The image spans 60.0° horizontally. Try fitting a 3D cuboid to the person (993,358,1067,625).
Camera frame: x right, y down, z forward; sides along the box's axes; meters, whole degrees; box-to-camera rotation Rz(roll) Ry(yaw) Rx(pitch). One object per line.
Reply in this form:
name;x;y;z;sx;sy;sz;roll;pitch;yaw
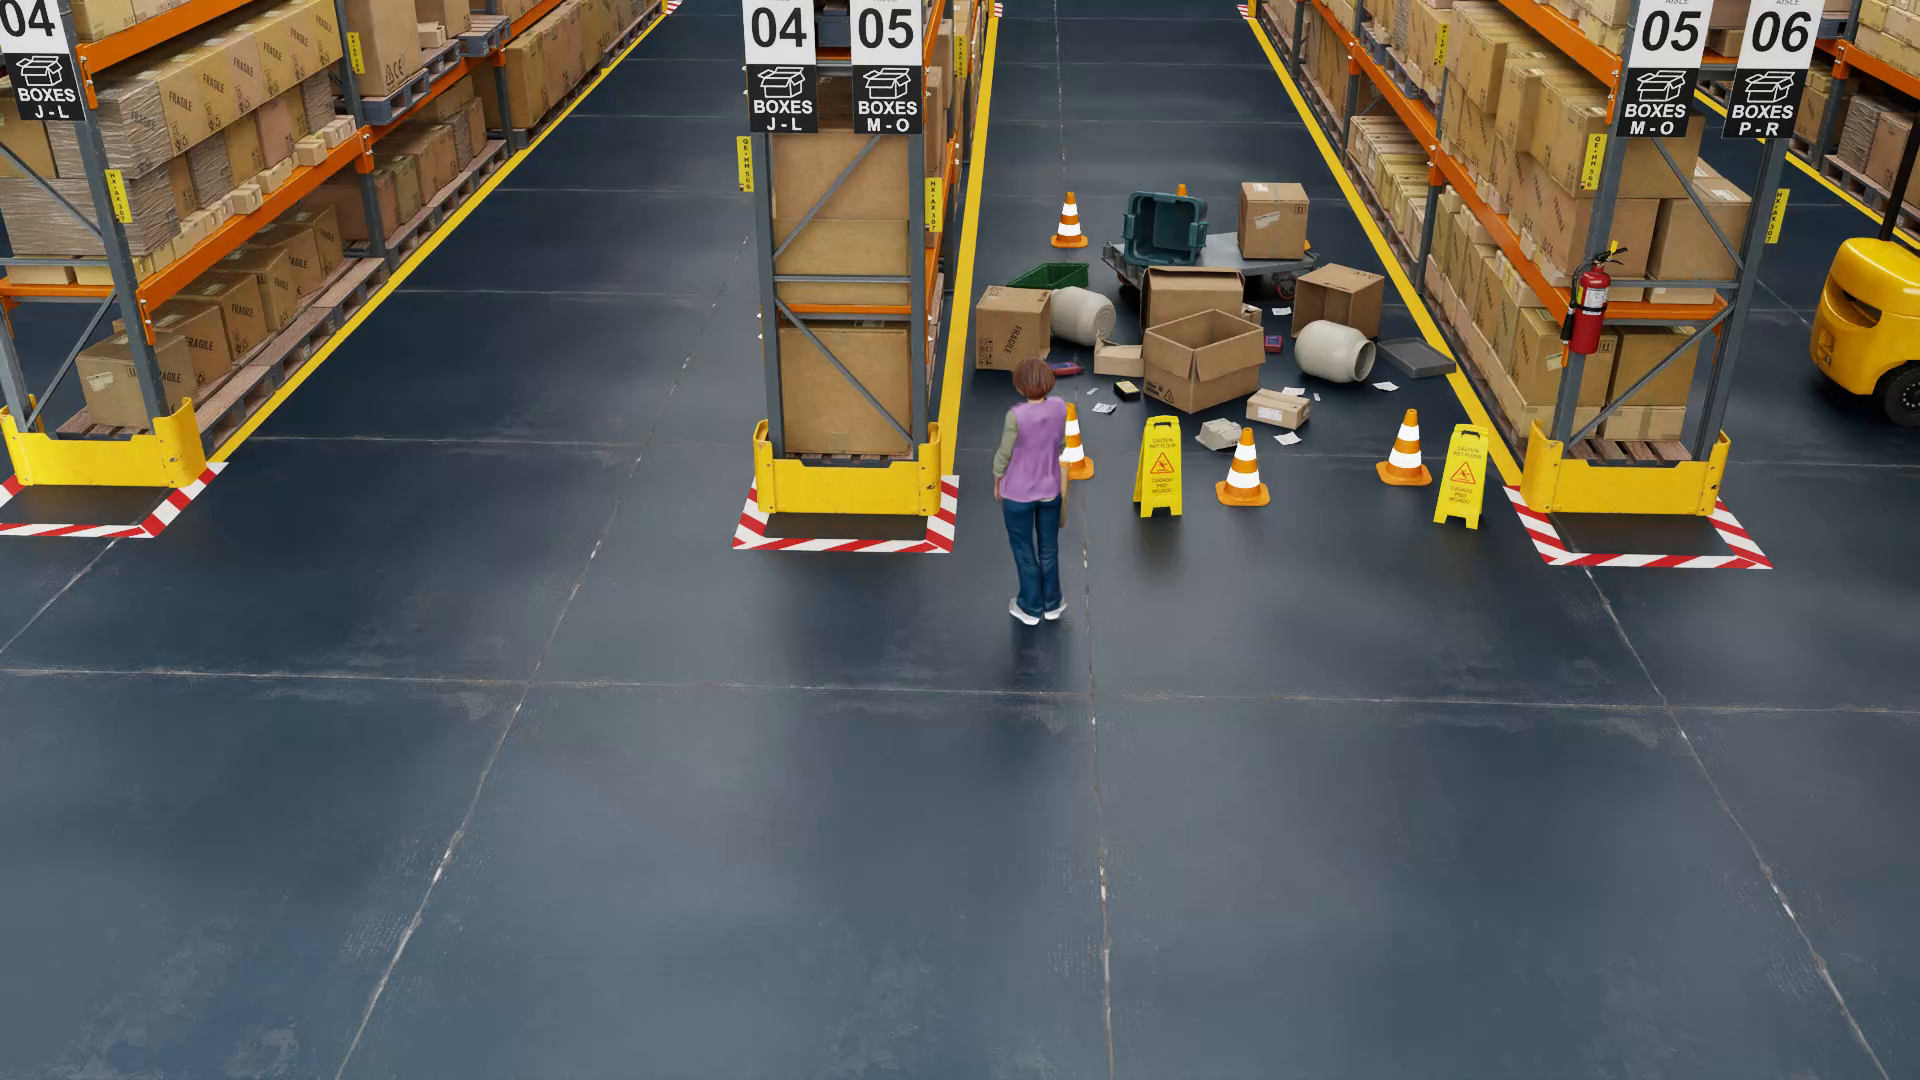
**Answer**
person;0.400;-0.277;9.120;0.499;1.605;0.359;-12;31;-21
